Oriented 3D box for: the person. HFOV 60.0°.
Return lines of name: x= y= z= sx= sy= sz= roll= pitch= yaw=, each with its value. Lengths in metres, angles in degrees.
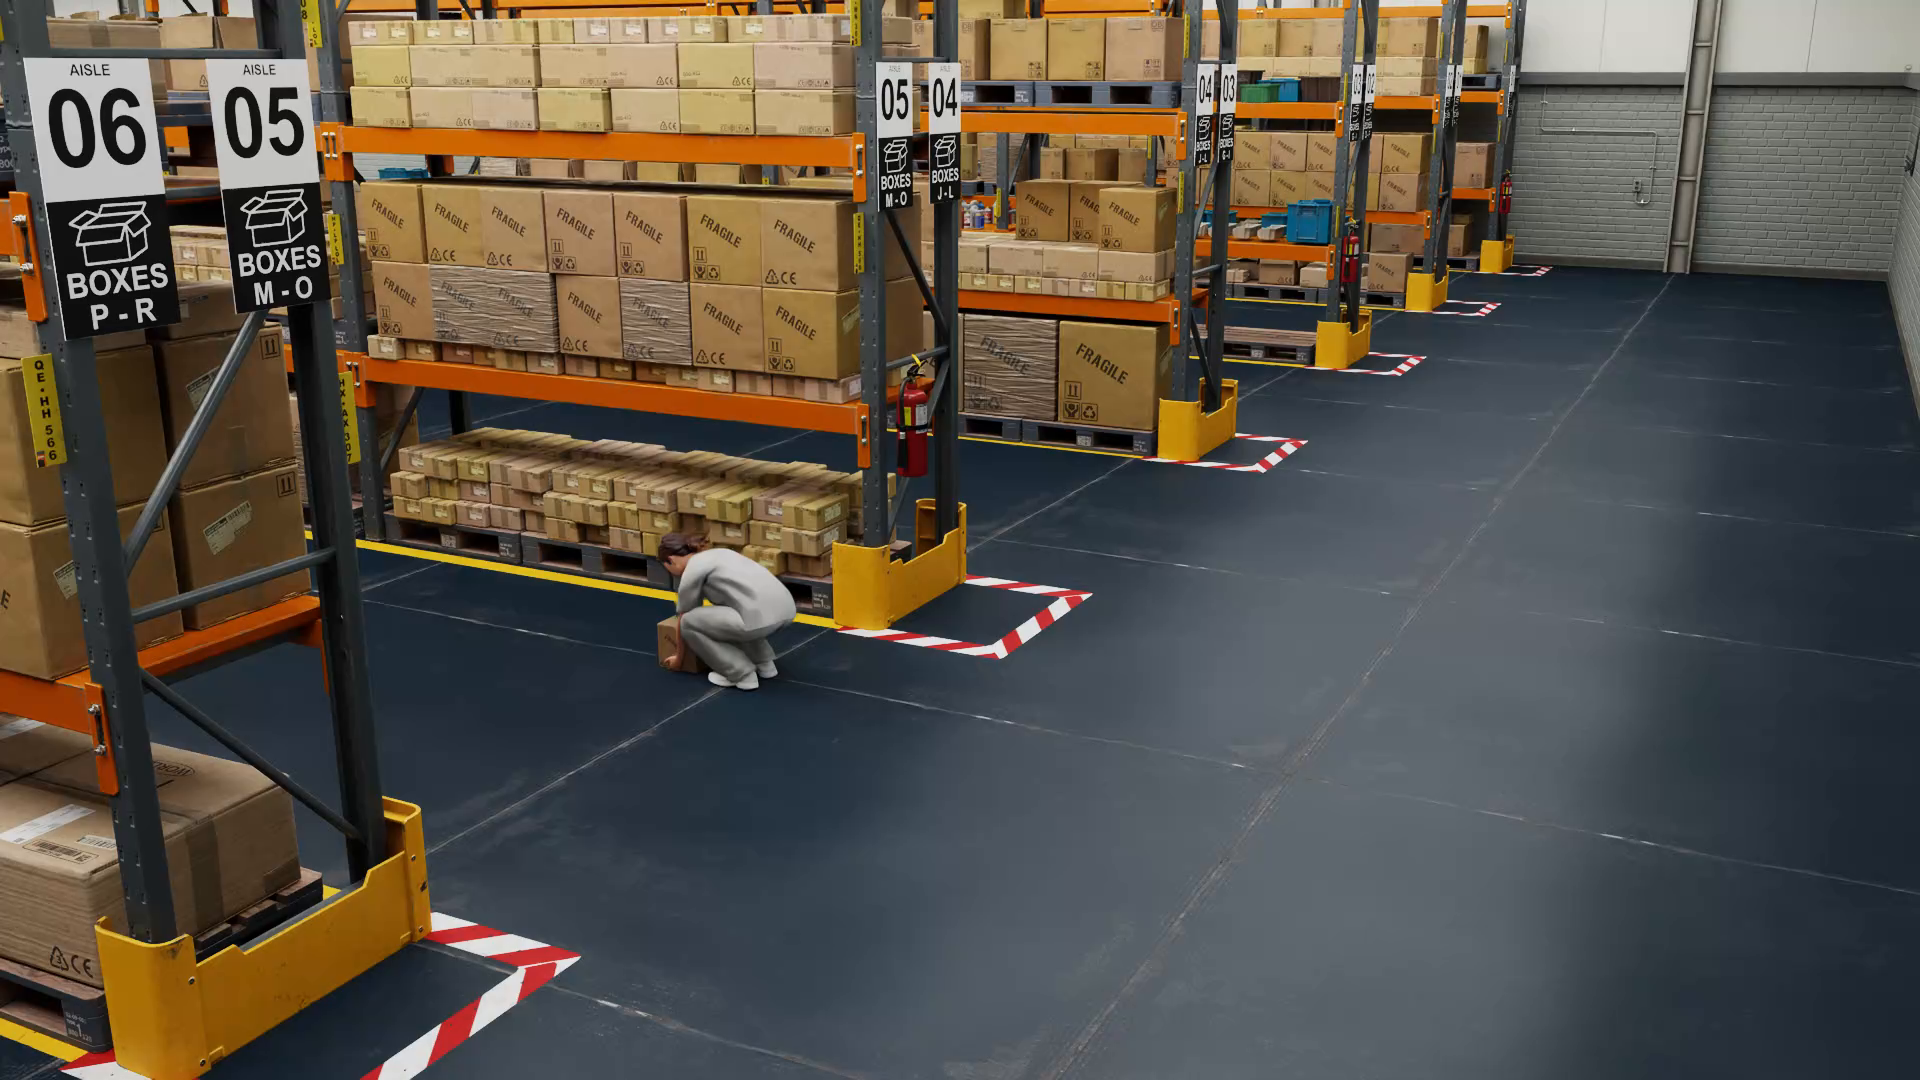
person: x=-1.263 y=0.388 z=8.930 sx=0.817 sy=0.810 sz=0.469 roll=11 pitch=19 yaw=33
